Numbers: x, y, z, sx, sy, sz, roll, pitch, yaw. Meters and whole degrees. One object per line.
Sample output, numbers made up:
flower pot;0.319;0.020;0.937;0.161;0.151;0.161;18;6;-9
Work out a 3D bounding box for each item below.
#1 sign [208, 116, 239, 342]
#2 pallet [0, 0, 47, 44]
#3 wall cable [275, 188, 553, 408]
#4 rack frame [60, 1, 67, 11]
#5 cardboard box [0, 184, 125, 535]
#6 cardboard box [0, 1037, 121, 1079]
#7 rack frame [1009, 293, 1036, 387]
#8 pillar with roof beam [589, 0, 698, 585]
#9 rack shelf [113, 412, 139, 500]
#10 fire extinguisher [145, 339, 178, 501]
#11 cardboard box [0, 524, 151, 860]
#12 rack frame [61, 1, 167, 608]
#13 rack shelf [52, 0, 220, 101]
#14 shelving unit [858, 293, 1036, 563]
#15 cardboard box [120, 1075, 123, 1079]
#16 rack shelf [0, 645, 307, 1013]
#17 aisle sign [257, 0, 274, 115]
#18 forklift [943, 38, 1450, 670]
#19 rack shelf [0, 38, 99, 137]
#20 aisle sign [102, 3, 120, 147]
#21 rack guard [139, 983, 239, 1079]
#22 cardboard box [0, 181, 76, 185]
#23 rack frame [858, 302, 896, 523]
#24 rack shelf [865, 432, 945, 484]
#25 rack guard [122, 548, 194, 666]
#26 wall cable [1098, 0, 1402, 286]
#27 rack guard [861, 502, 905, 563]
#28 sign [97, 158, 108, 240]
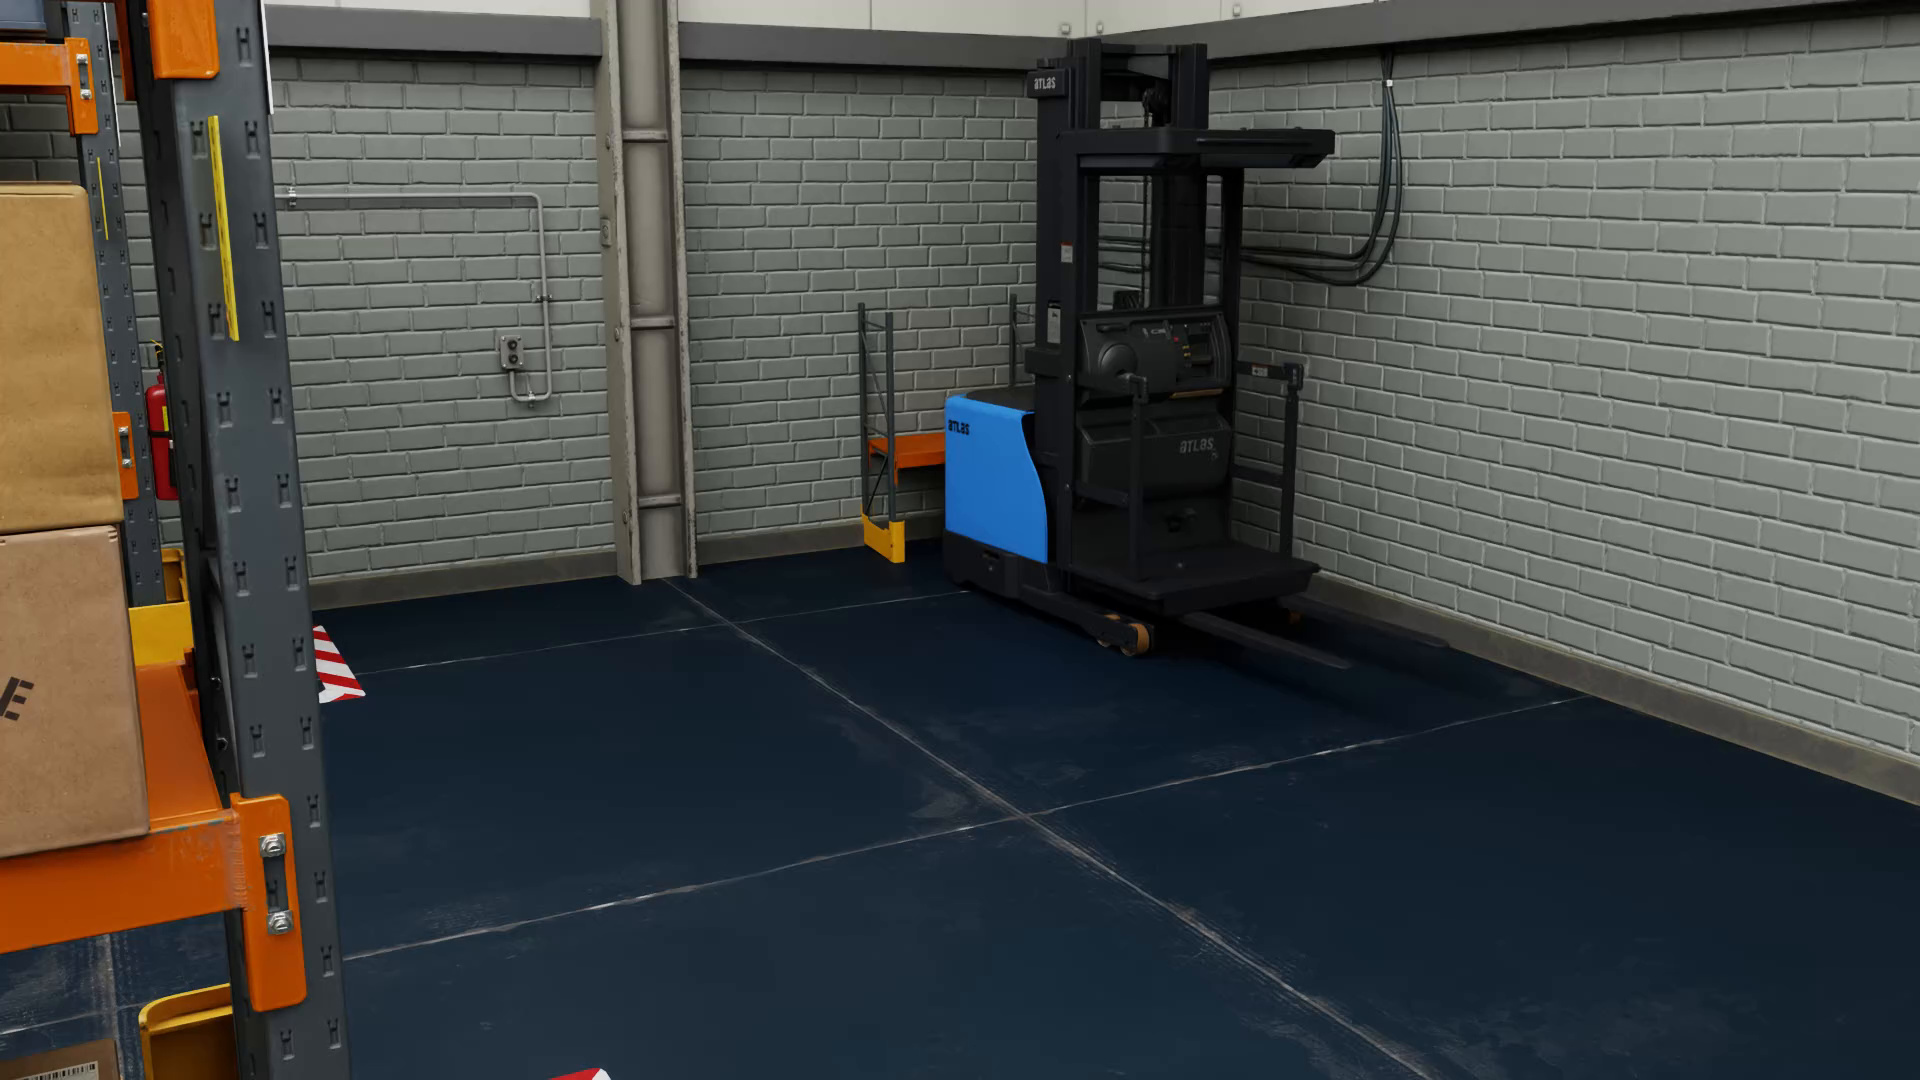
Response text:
sign;-1.096;-0.462;2.473;0.005;0.325;0.100;-7;14;-28
pallet;-4.367;-2.146;6.685;1.213;0.211;1.003;-7;14;-28
wall cable;-3.050;-1.619;8.657;1.851;1.984;0.084;-7;14;-28
rack frame;-3.721;-3.733;6.701;0.127;3.000;1.000;-7;14;-28
cardboard box;-1.603;-0.289;2.556;0.500;0.500;0.500;-7;14;-28
cardboard box;-1.703;1.257;2.881;0.500;0.500;0.500;-7;14;-28
rack frame;0.430;-0.770;10.457;0.032;1.500;0.500;-7;17;-23
pillar with roof beam;0.297;-3.354;5.018;0.400;9.000;9.100;-7;14;-28
rack shelf;-5.476;-0.245;6.504;4.000;0.370;1.077;-7;14;-28
fire extinguisher;-3.367;-0.514;7.085;0.183;0.674;0.296;-7;14;-28
cardboard box;-1.607;0.199;2.666;0.500;0.500;0.500;-6;14;-26
rack frame;-3.721;-0.806;7.360;0.127;3.000;1.000;-7;14;-28
rack shelf;-3.100;-0.754;1.935;4.000;0.370;1.077;-7;14;-28
shelving unit;-0.027;-0.714;10.263;1.083;1.500;0.587;-7;17;-23
cardboard box;-1.876;1.302;3.483;0.250;0.149;0.380;-7;14;-28
rack shelf;-3.100;0.709;2.264;4.000;0.370;1.077;-7;14;-28
aisle sign;-1.137;-1.068;2.604;0.004;0.787;0.394;-7;14;-28
forklift;1.117;-0.980;8.288;1.130;2.935;3.031;-8;15;-32
rack shelf;-5.476;-1.708;6.175;4.000;0.370;1.077;-7;14;-28
aisle sign;-3.514;-2.024;6.851;0.004;0.787;0.394;-7;14;-28
rack guard;-1.411;1.375;3.359;0.348;0.500;1.175;-7;14;-28
cardboard box;-1.860;-0.393;3.018;0.500;0.500;0.500;-6;14;-26
rack frame;-0.500;-0.656;10.062;0.032;1.500;0.500;-7;17;-23
rack shelf;-0.035;-0.540;10.307;1.000;0.185;0.538;-7;17;-23
rack guard;-3.700;0.411;7.646;0.348;0.500;1.175;-7;14;-28
wall cable;1.415;-2.744;9.380;0.112;2.526;3.097;-7;14;-28
rack guard;-0.480;-0.056;10.235;0.087;0.250;0.587;-7;17;-23
sign;-3.473;-1.381;6.736;0.005;0.325;0.100;-7;14;-28
